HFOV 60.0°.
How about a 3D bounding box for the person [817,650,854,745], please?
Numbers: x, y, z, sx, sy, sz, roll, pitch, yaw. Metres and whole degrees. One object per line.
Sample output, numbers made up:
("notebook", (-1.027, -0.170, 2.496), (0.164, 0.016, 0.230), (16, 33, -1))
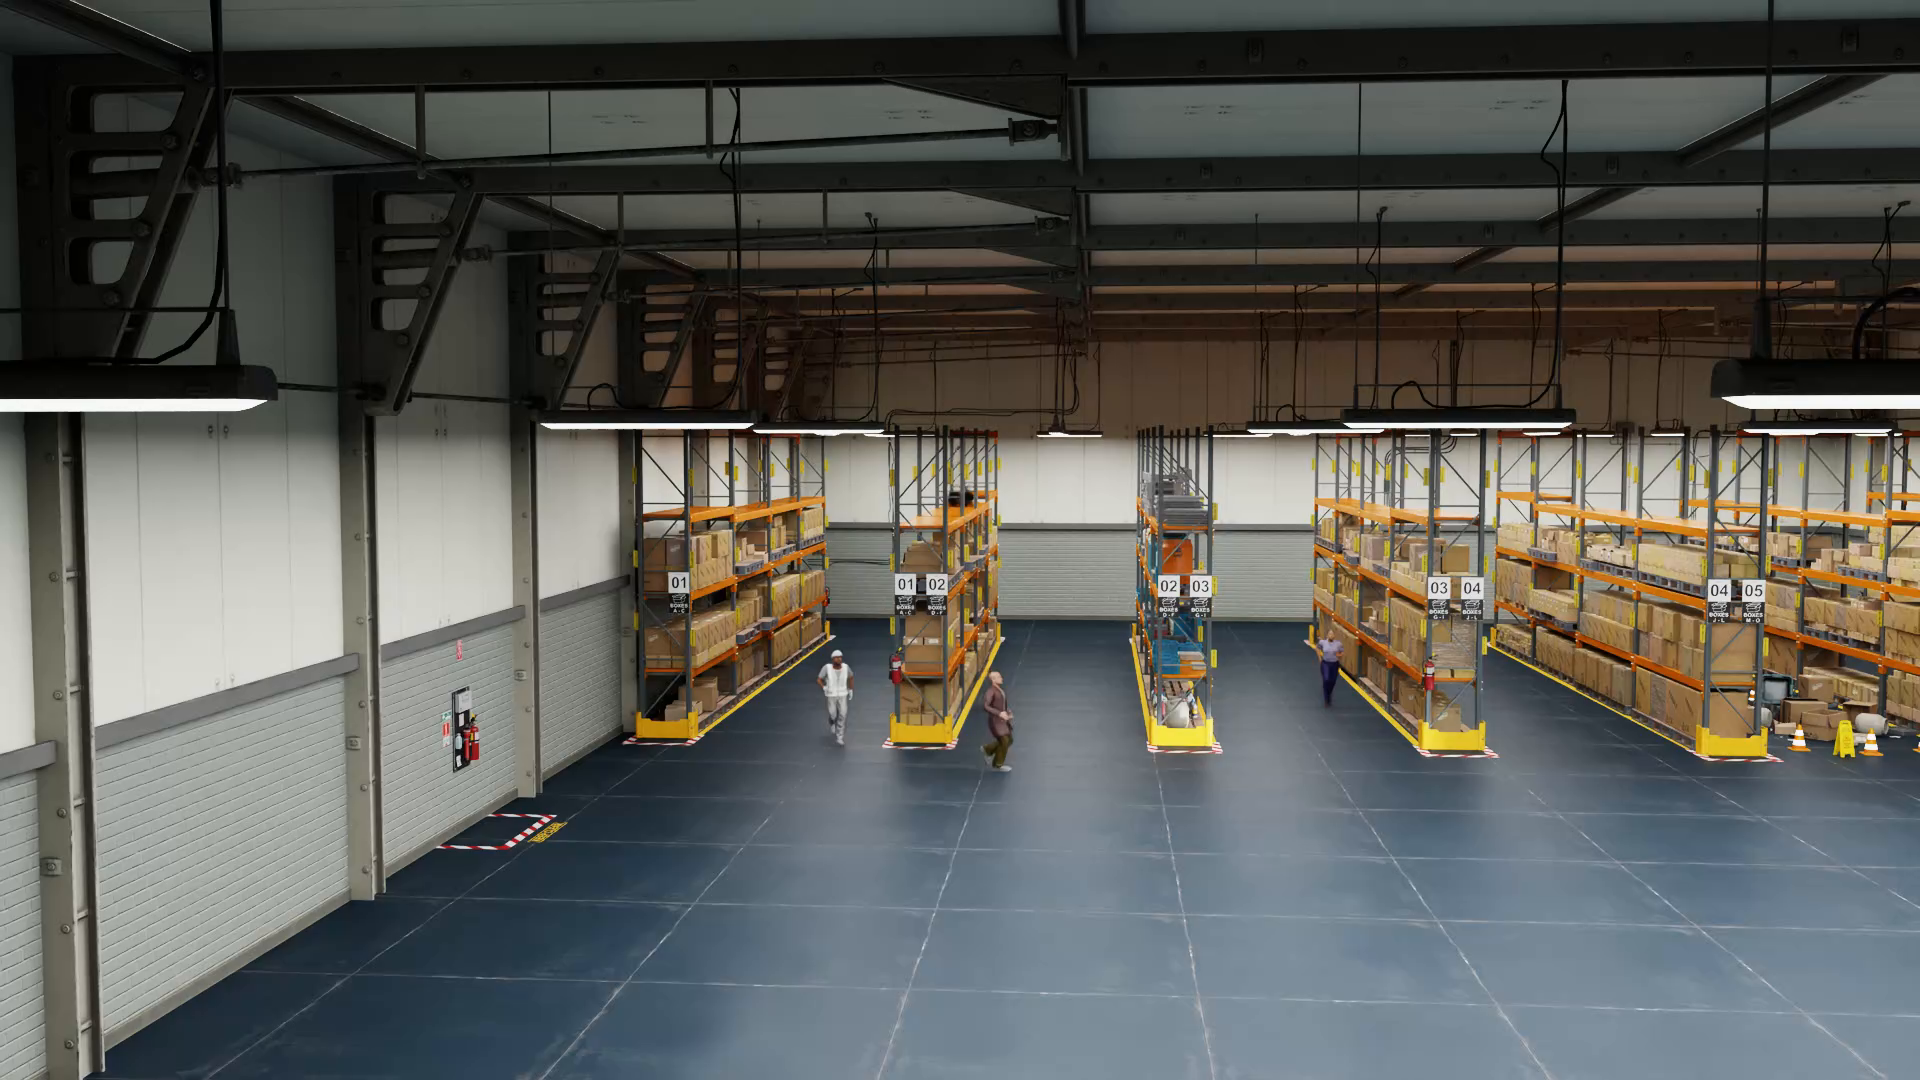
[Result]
("person", (-2.345, 2.953, 31.540), (0.720, 1.747, 0.718), (-1, 4, -14))

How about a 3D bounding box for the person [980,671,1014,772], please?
("person", (0.624, 3.128, 28.723), (0.668, 1.725, 0.707), (1, 4, 23))

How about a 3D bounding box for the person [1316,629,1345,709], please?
("person", (7.986, 2.768, 35.871), (0.561, 1.705, 0.892), (0, 3, -2))
